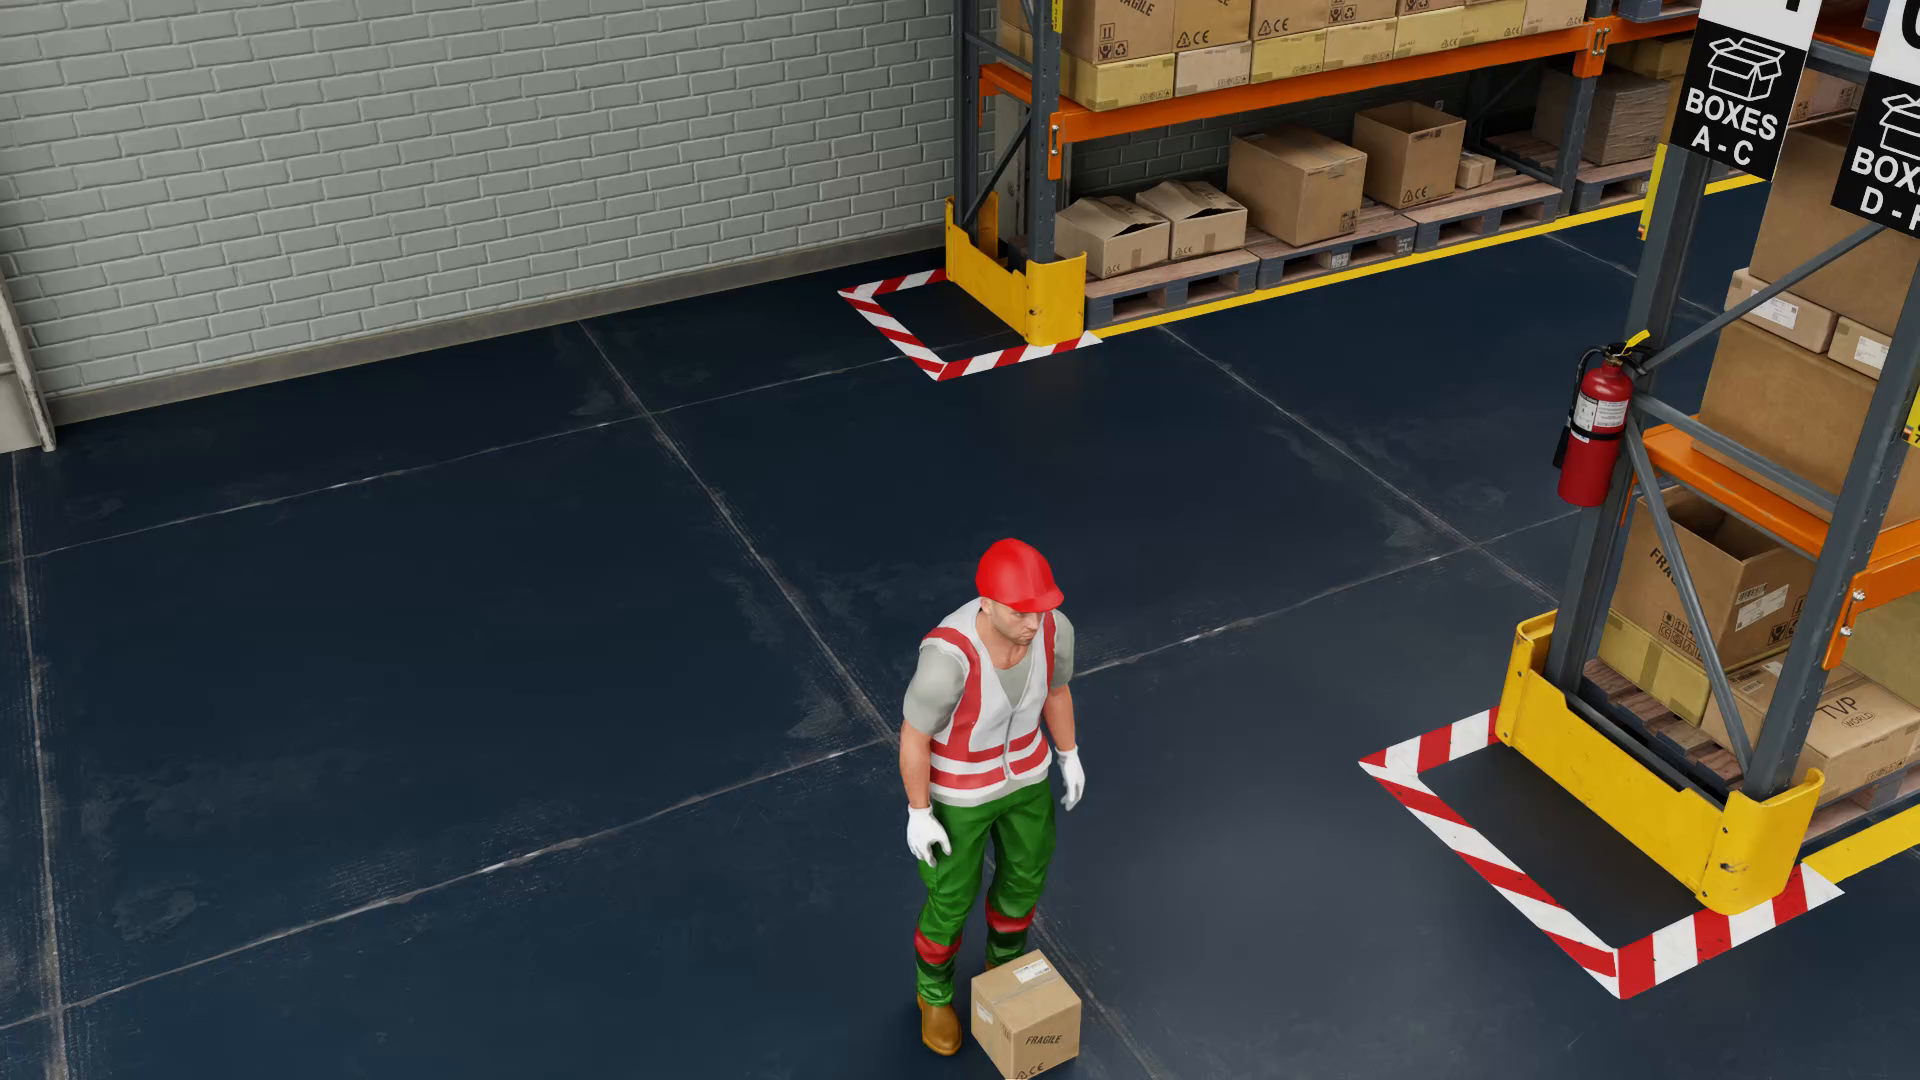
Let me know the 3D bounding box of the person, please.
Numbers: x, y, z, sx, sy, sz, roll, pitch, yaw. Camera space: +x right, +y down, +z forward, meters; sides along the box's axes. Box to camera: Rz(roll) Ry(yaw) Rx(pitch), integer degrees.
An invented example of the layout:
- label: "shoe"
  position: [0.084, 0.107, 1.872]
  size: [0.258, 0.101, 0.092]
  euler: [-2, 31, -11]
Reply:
- label: "person"
  position: [0.103, 0.742, 4.969]
  size: [0.621, 1.781, 0.445]
  euler: [-18, 37, -25]
